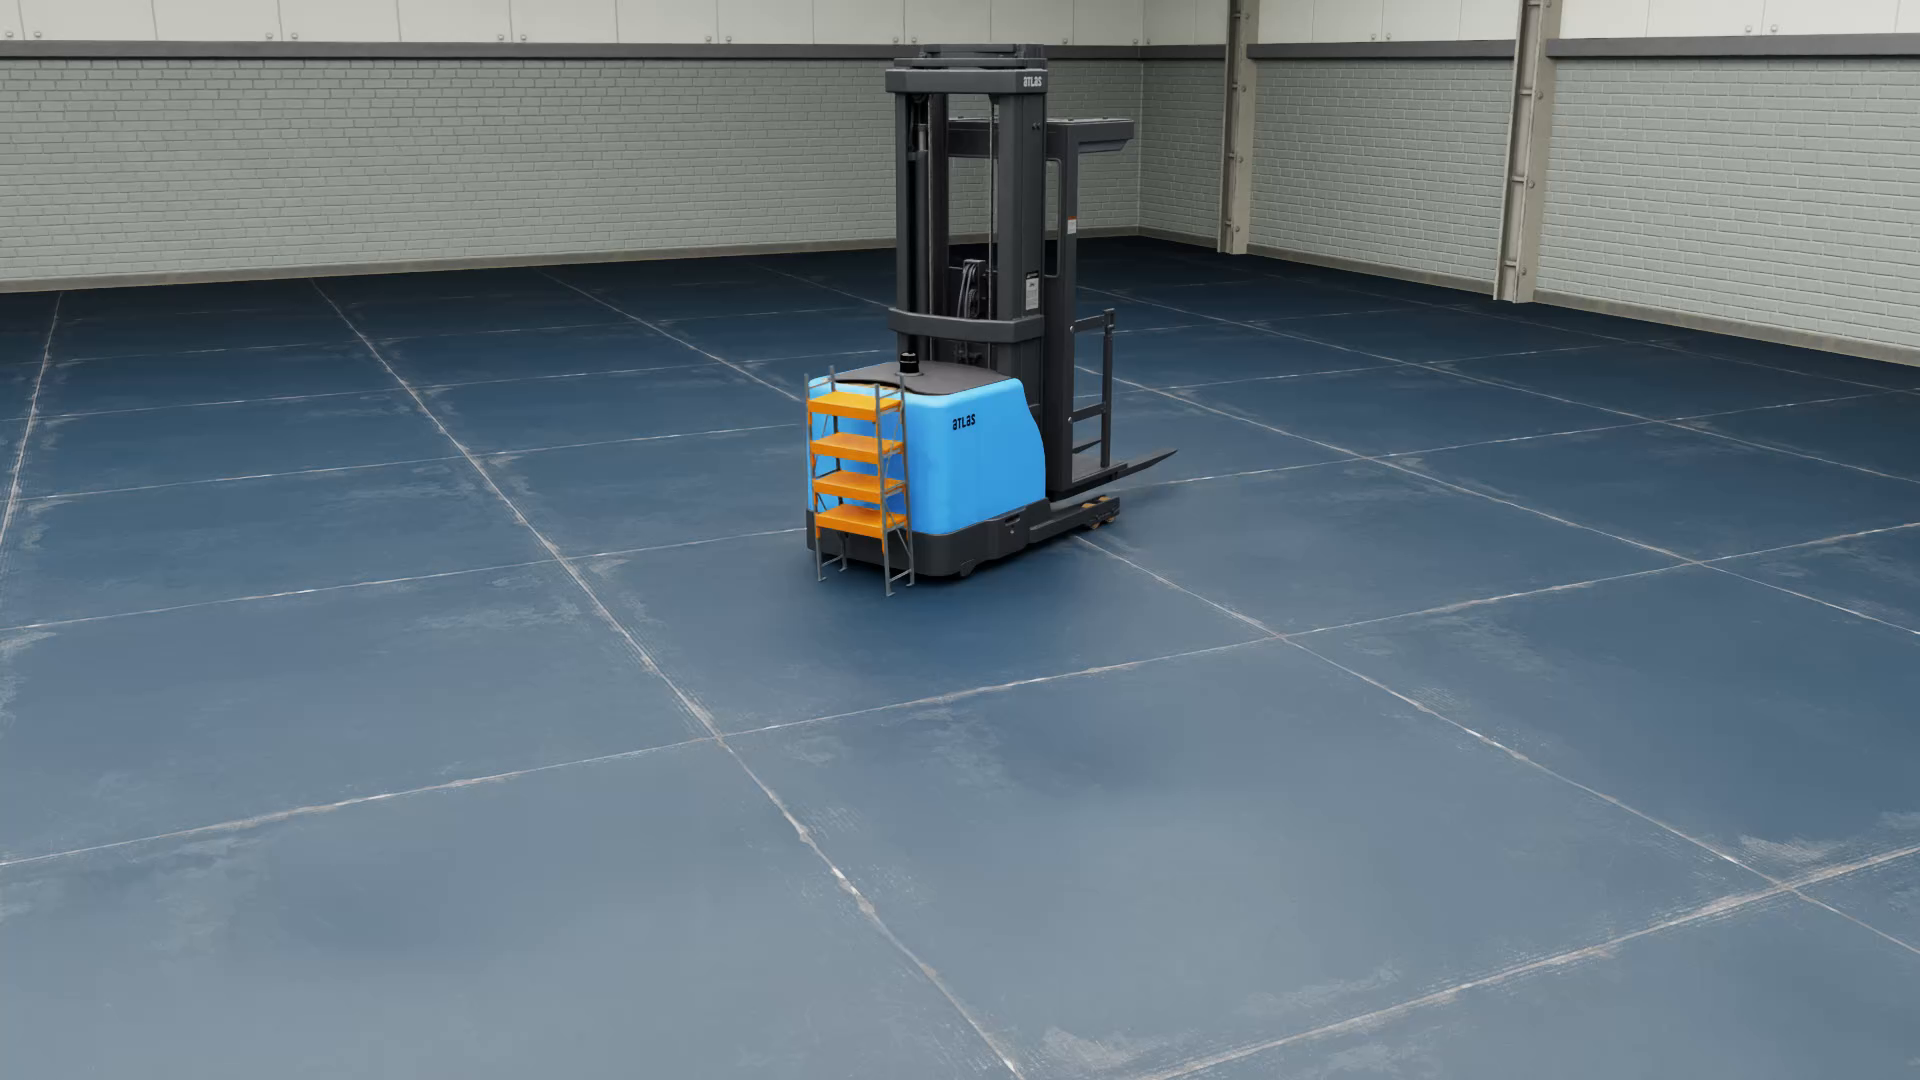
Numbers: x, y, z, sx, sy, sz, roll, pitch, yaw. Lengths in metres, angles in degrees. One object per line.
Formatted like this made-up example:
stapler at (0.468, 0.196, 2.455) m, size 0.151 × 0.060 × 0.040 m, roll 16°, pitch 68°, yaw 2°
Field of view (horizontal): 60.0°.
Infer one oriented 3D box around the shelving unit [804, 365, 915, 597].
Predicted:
shelving unit at (-0.552, -0.328, 9.189) m, size 0.503 × 1.200 × 0.258 m, roll 11°, pitch 23°, yaw 34°

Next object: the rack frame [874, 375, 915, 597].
rack frame at (-0.353, -0.289, 9.053) m, size 0.015 × 1.200 × 0.240 m, roll 11°, pitch 23°, yaw 34°

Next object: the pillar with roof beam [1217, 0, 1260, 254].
pillar with roof beam at (0.353, -8.258, 22.714) m, size 9.100 × 9.000 × 0.400 m, roll -8°, pitch 18°, yaw -25°

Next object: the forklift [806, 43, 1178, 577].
forklift at (0.367, -1.548, 10.330) m, size 1.130 × 2.935 × 3.031 m, roll 11°, pitch 20°, yaw 34°

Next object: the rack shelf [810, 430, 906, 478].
rack shelf at (-0.558, -0.476, 9.138) m, size 0.480 × 0.148 × 0.258 m, roll 11°, pitch 23°, yaw 34°

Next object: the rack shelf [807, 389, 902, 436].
rack shelf at (-0.567, -0.699, 9.061) m, size 0.480 × 0.148 × 0.258 m, roll 11°, pitch 23°, yaw 34°

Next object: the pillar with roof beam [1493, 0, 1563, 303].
pillar with roof beam at (2.982, -6.771, 17.530) m, size 9.100 × 9.000 × 0.400 m, roll -8°, pitch 18°, yaw -25°

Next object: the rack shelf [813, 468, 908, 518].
rack shelf at (-0.549, -0.265, 9.211) m, size 0.480 × 0.148 × 0.258 m, roll 11°, pitch 23°, yaw 34°

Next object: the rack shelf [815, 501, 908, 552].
rack shelf at (-0.542, -0.077, 9.276) m, size 0.480 × 0.148 × 0.258 m, roll 11°, pitch 23°, yaw 34°

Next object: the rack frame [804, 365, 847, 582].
rack frame at (-0.750, -0.367, 9.326) m, size 0.015 × 1.200 × 0.240 m, roll 11°, pitch 23°, yaw 34°
